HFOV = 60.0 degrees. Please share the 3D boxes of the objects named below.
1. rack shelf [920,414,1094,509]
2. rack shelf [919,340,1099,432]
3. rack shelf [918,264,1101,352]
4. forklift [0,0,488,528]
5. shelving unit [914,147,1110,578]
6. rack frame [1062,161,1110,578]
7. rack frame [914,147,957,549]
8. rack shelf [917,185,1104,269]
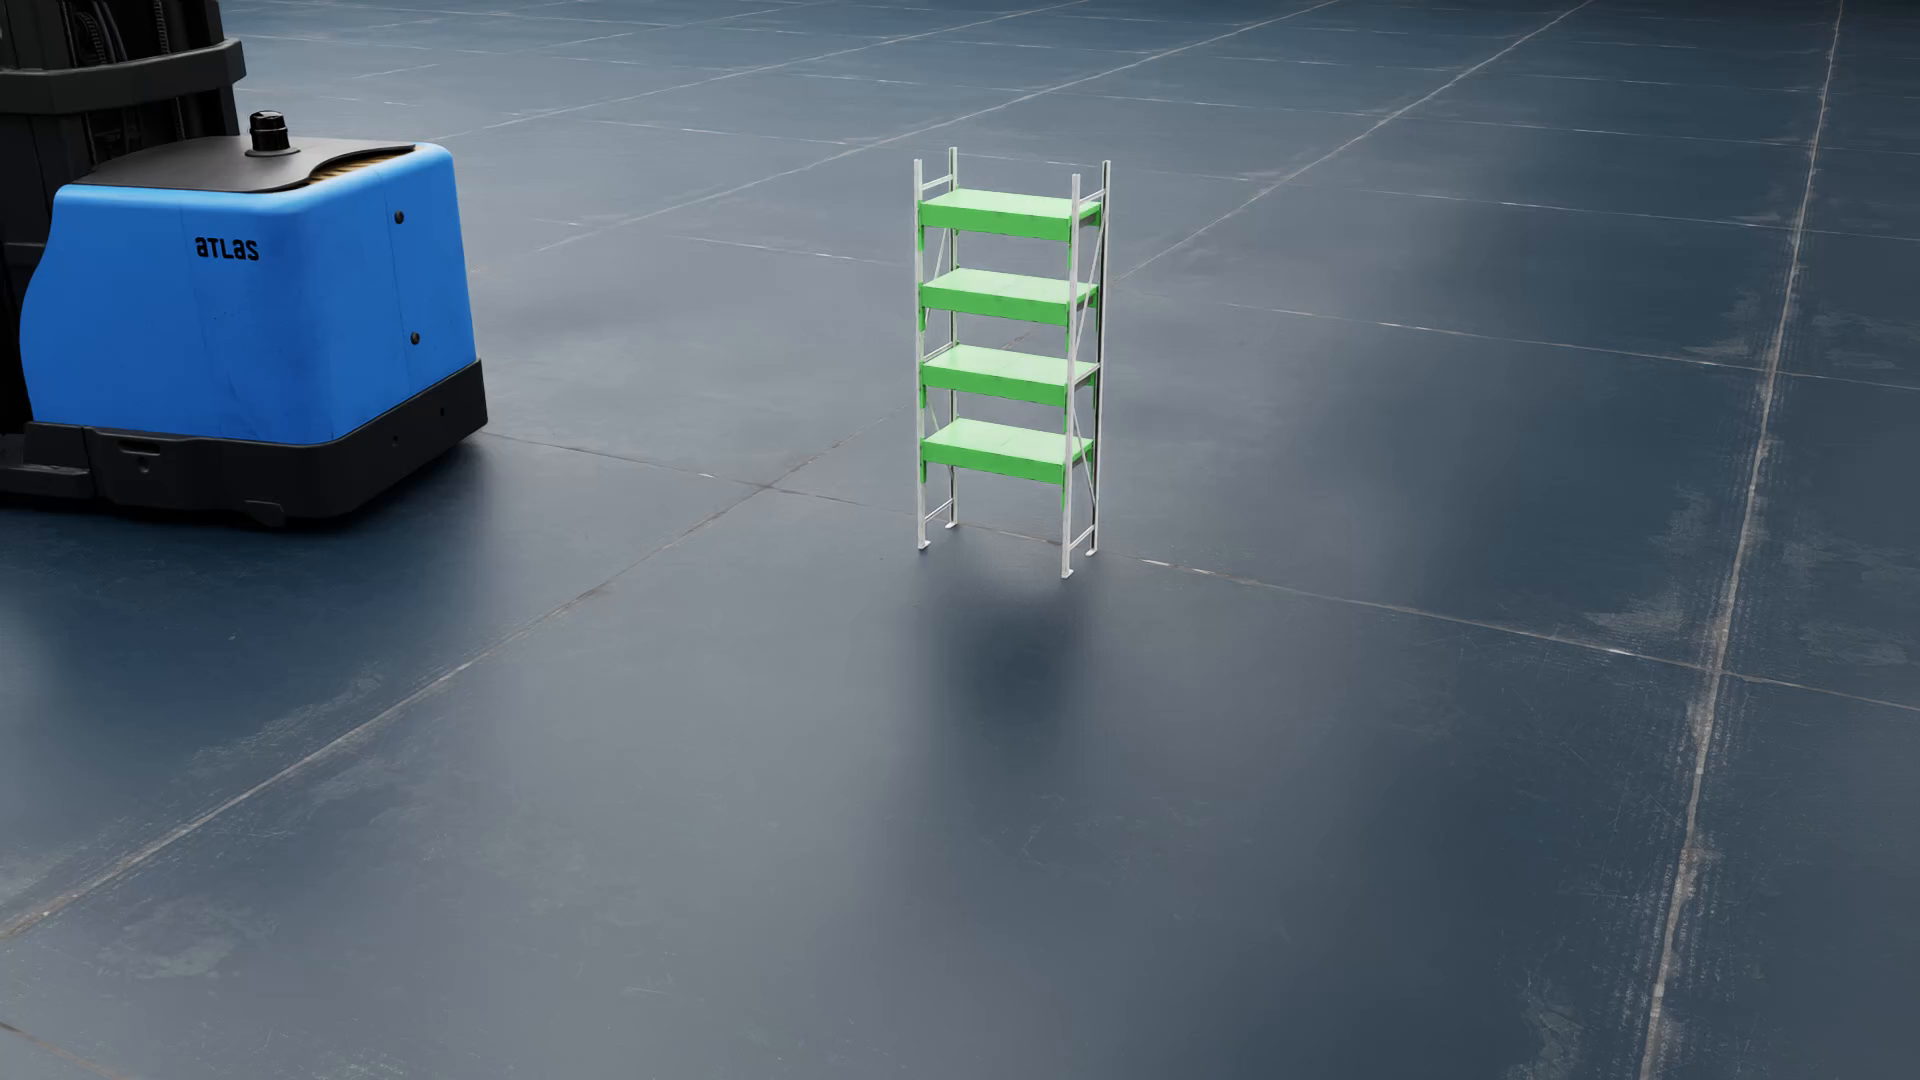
[{"bbox_3d":[0.148,-0.243,5.065,0.480,0.148,0.258,11,25,25],"label":"rack shelf"},{"bbox_3d":[0.148,-0.464,4.971,0.480,0.148,0.258,11,25,25],"label":"rack shelf"},{"bbox_3d":[0.148,-0.685,4.878,0.480,0.148,0.258,11,25,25],"label":"rack shelf"},{"bbox_3d":[-3.298,-1.681,5.457,3.031,2.935,1.130,5,24,13],"label":"forklift"},{"bbox_3d":[0.148,-0.523,4.946,0.503,1.200,0.258,11,25,25],"label":"shelving unit"},{"bbox_3d":[0.365,-0.480,4.845,0.015,1.200,0.240,11,25,25],"label":"rack frame"},{"bbox_3d":[-0.070,-0.566,5.048,0.015,1.200,0.240,11,25,25],"label":"rack frame"},{"bbox_3d":[0.148,-0.906,4.784,0.480,0.148,0.258,11,25,25],"label":"rack shelf"}]
